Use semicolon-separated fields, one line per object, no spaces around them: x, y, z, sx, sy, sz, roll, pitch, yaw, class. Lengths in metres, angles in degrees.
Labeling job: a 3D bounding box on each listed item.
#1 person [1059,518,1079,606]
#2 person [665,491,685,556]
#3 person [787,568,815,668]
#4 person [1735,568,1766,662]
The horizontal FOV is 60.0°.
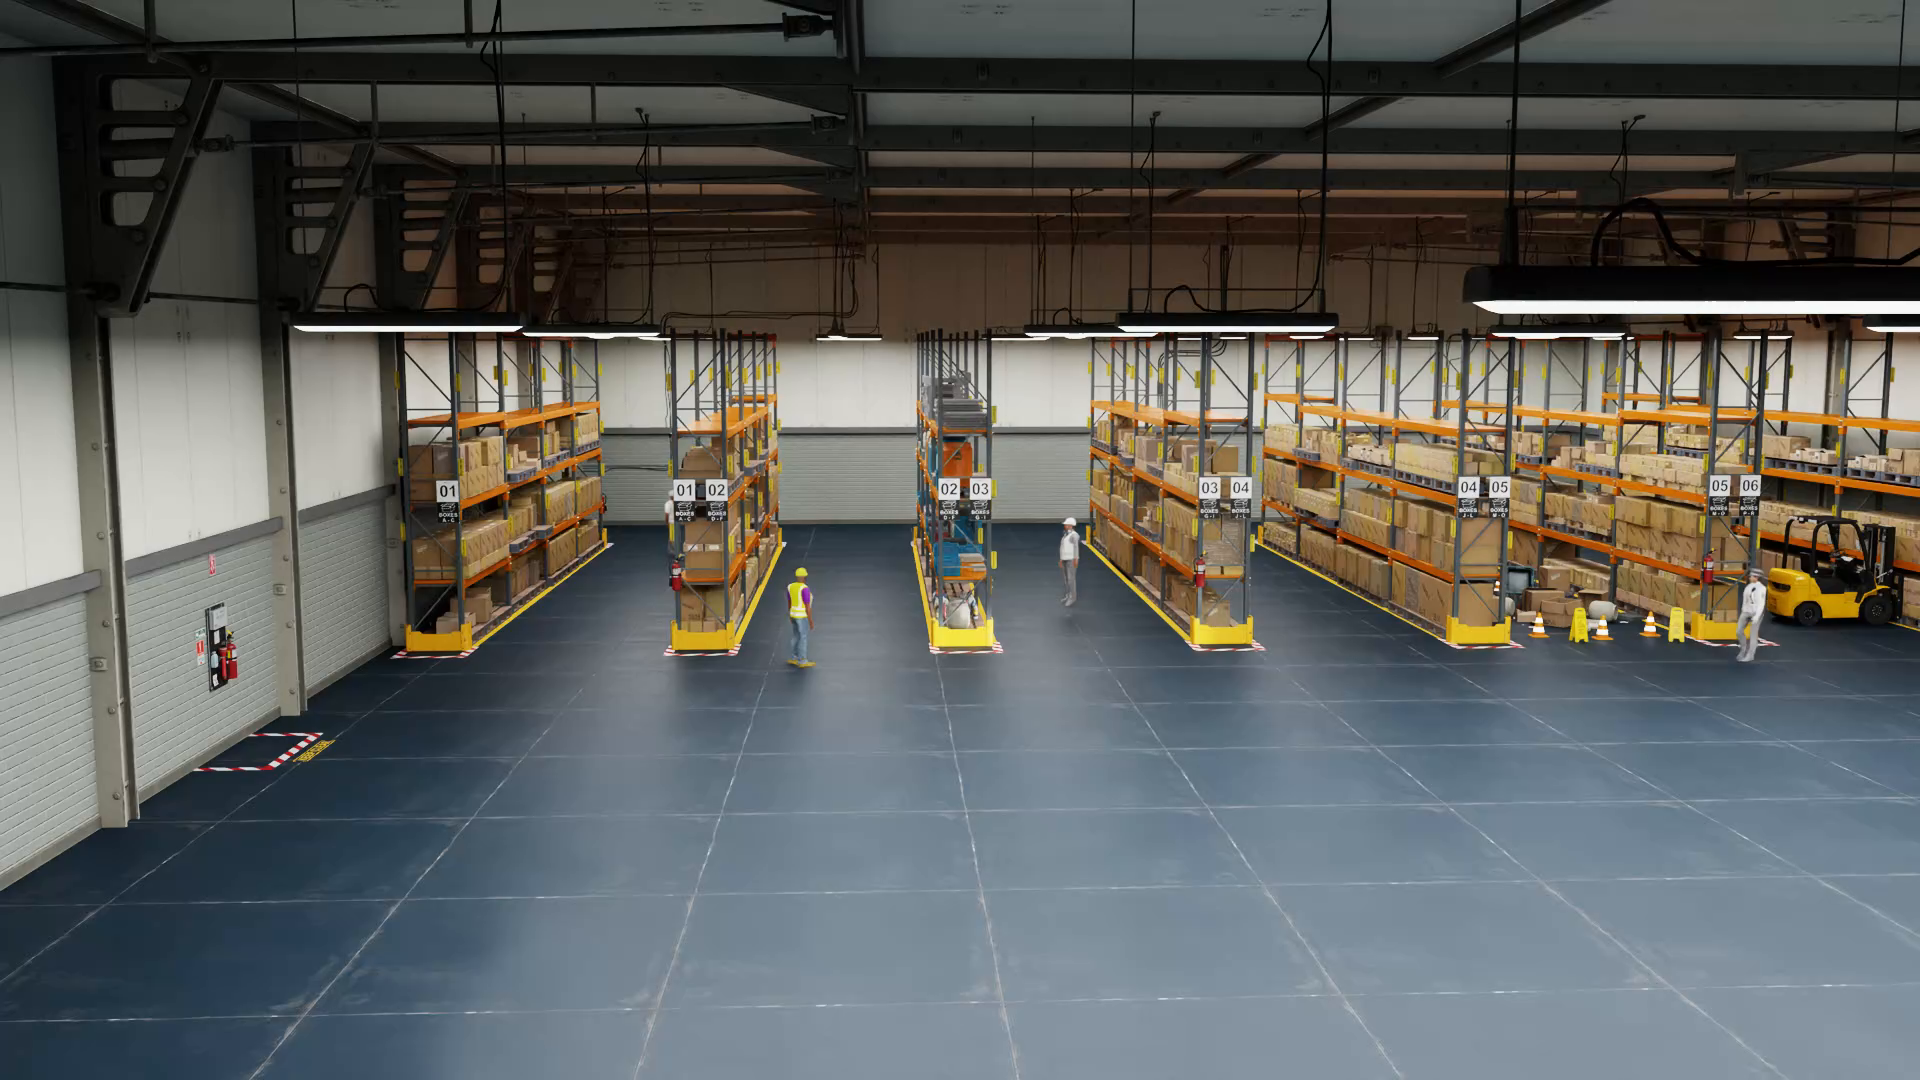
2.293;0.439;34.996;0.398;1.807;0.640;-2;7;-19;person
-7.669;-0.462;45.051;0.558;1.762;0.578;1;7;11;person
-2.802;1.384;29.551;0.431;1.796;0.631;-4;8;-29;person
14.317;1.370;30.100;0.437;1.715;0.509;-4;8;-27;person
